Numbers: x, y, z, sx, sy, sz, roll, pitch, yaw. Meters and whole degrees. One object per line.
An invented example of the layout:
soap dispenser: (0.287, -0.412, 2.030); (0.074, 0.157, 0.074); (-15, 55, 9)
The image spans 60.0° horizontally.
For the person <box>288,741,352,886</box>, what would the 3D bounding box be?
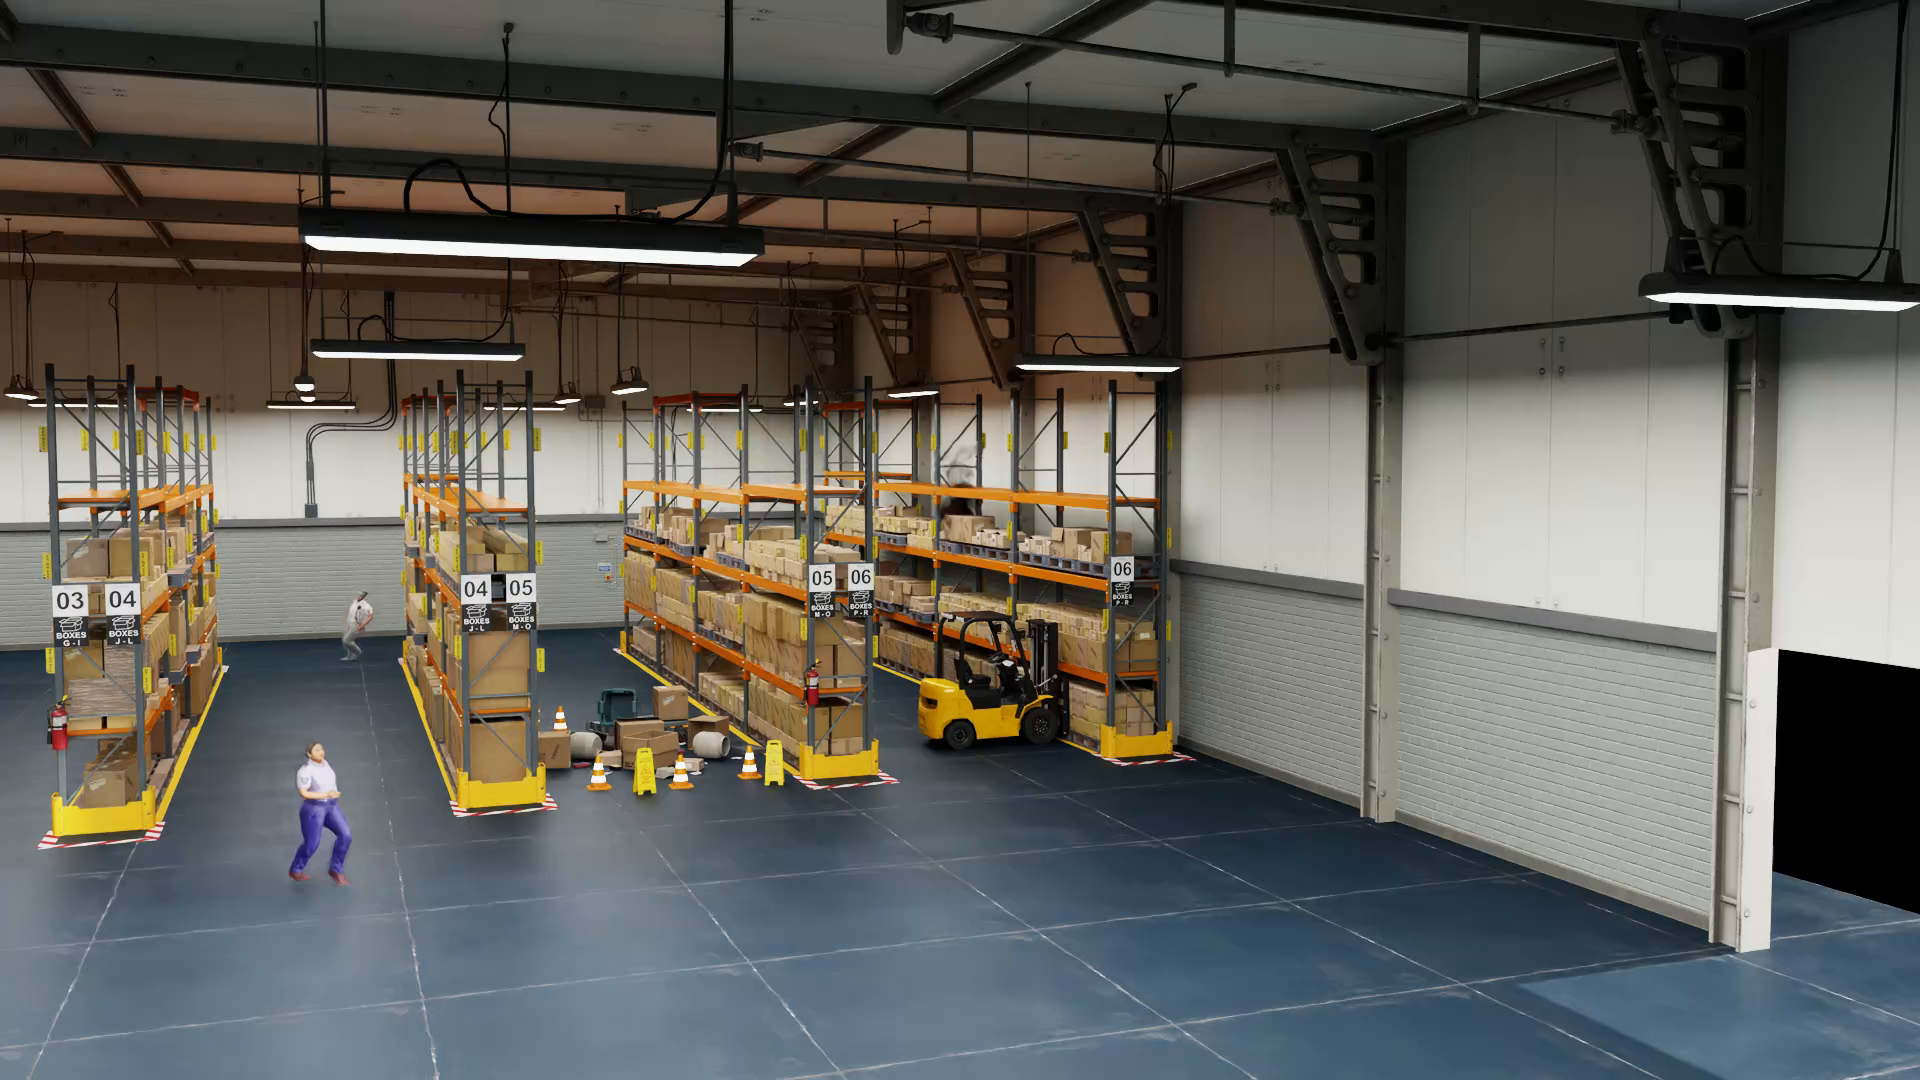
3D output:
person: (-7.263, 3.106, 18.842); (0.733, 1.683, 0.608); (1, 4, 22)

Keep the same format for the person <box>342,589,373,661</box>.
person: (-13.870, 1.946, 38.085); (0.598, 1.676, 0.757); (-3, 4, -41)
